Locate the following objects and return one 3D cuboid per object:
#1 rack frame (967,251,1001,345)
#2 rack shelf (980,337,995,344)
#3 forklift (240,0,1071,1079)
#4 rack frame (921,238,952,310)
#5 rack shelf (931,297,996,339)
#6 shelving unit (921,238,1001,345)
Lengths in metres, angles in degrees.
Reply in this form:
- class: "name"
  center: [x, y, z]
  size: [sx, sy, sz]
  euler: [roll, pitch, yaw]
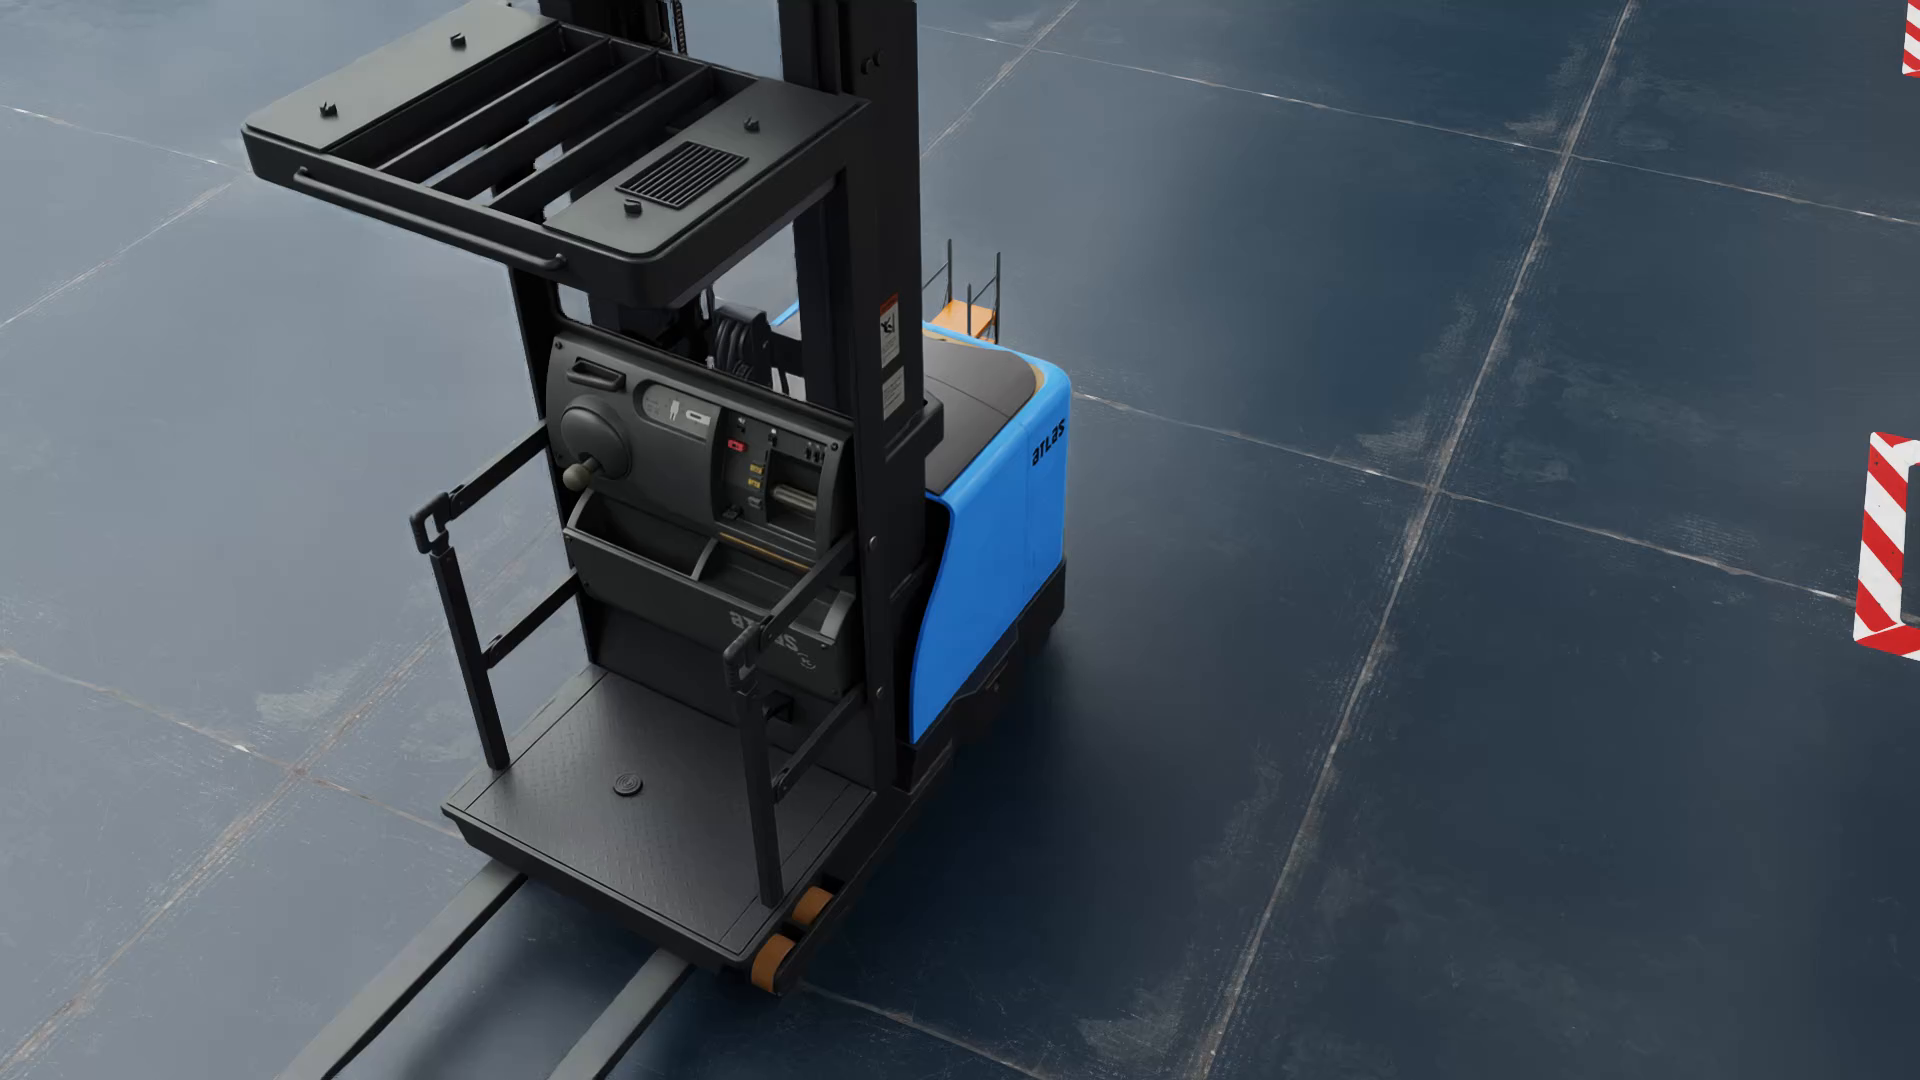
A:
- class: "rack frame"
  center: [0.079, -0.437, 5.838]
  size: [0.006, 1.200, 0.240]
  euler: [18, 44, 20]
- class: "rack shelf"
  center: [-0.002, -0.612, 5.741]
  size: [0.180, 0.103, 0.258]
  euler: [18, 44, 20]
- class: "forklift"
  center: [-0.809, -0.161, 4.198]
  size: [1.130, 2.935, 3.031]
  euler: [21, 45, 22]
- class: "rack frame"
  center: [-0.084, -0.491, 5.900]
  size: [0.006, 1.200, 0.240]
  euler: [18, 44, 20]
- class: "rack shelf"
  center: [-0.002, -0.703, 5.663]
  size: [0.180, 0.103, 0.258]
  euler: [18, 44, 20]
- class: "shelving unit"
  center: [-0.003, -0.464, 5.869]
  size: [0.189, 1.200, 0.258]
  euler: [18, 44, 20]
